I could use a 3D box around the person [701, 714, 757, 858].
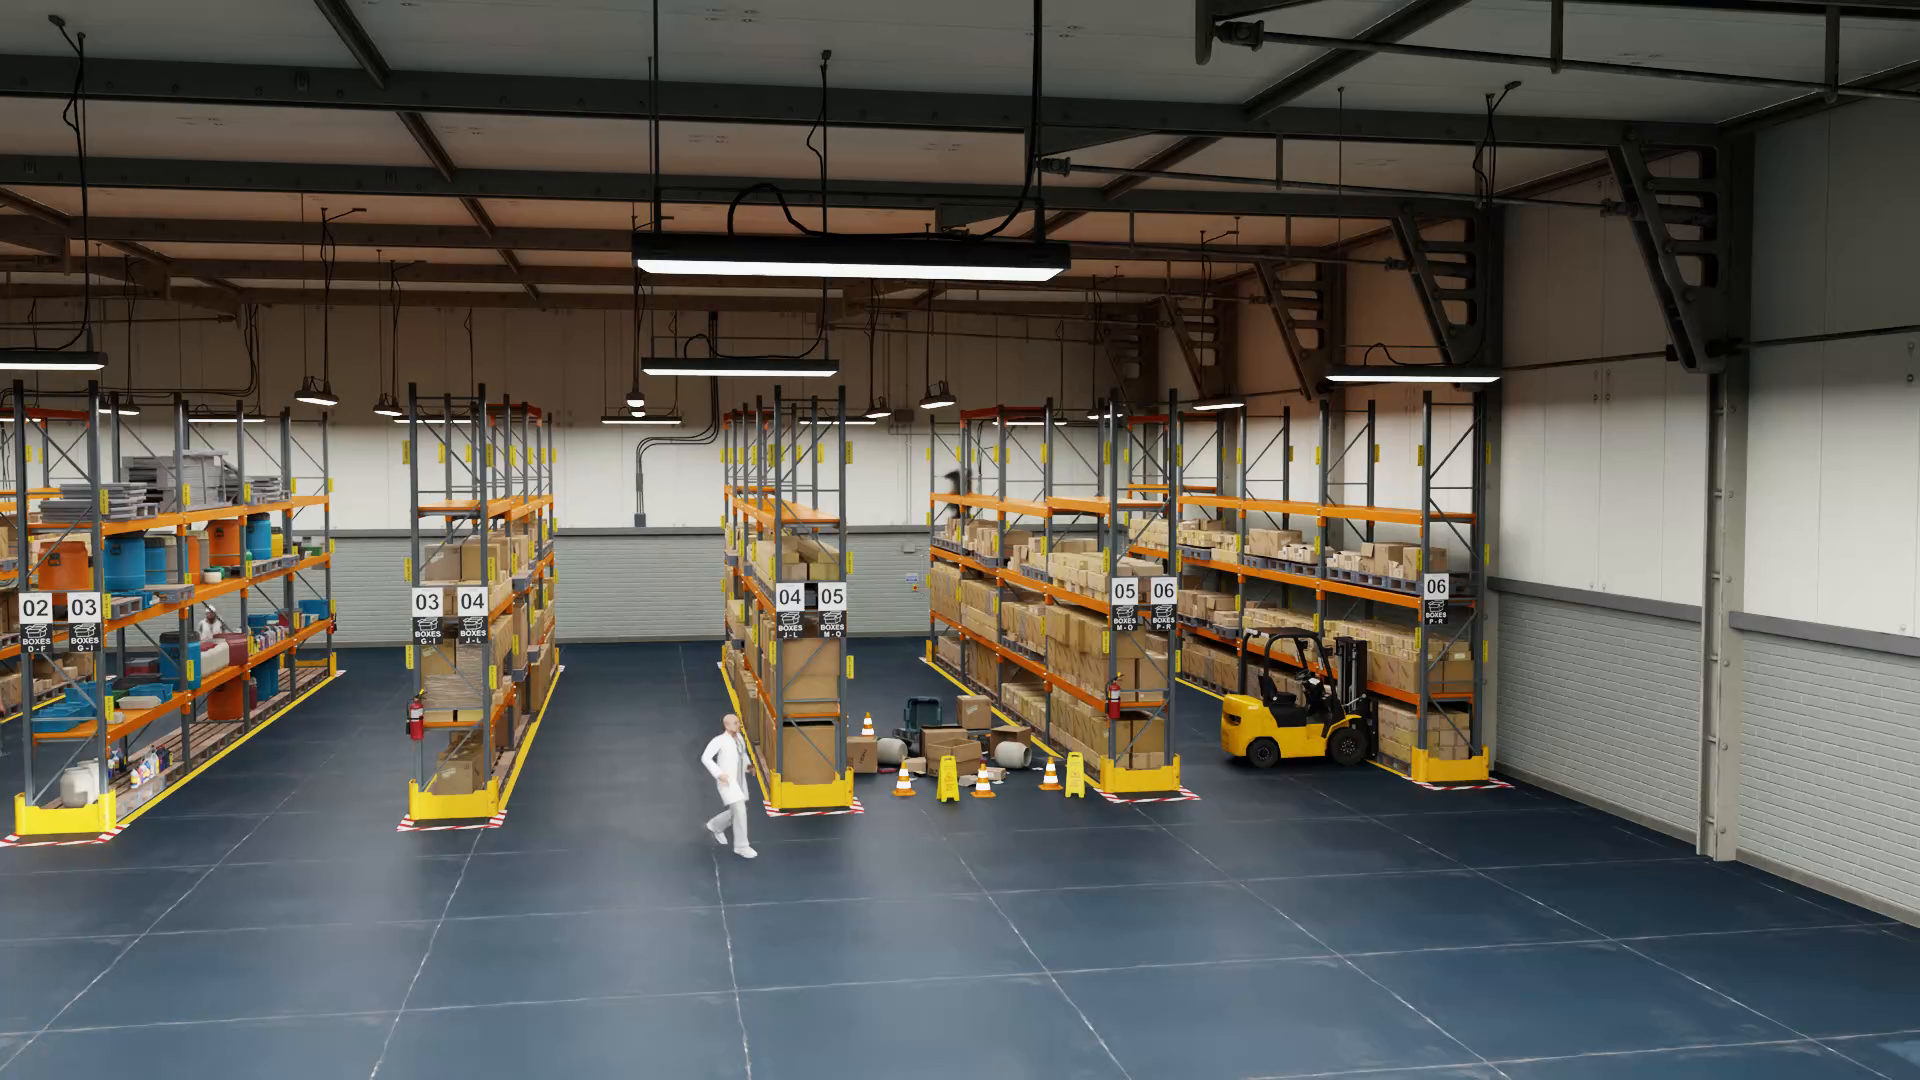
[{"bbox_3d":[-2.919,3.067,20.881,0.873,1.776,0.765,2,3,32],"label":"person"}]

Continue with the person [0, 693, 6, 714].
[{"bbox_3d":[-16.147,2.794,27.399,0.593,1.662,0.662,2,3,31],"label":"person"}]

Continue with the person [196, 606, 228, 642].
[{"bbox_3d":[-16.420,2.304,36.496,0.655,1.725,0.757,-1,3,-19],"label":"person"}]
